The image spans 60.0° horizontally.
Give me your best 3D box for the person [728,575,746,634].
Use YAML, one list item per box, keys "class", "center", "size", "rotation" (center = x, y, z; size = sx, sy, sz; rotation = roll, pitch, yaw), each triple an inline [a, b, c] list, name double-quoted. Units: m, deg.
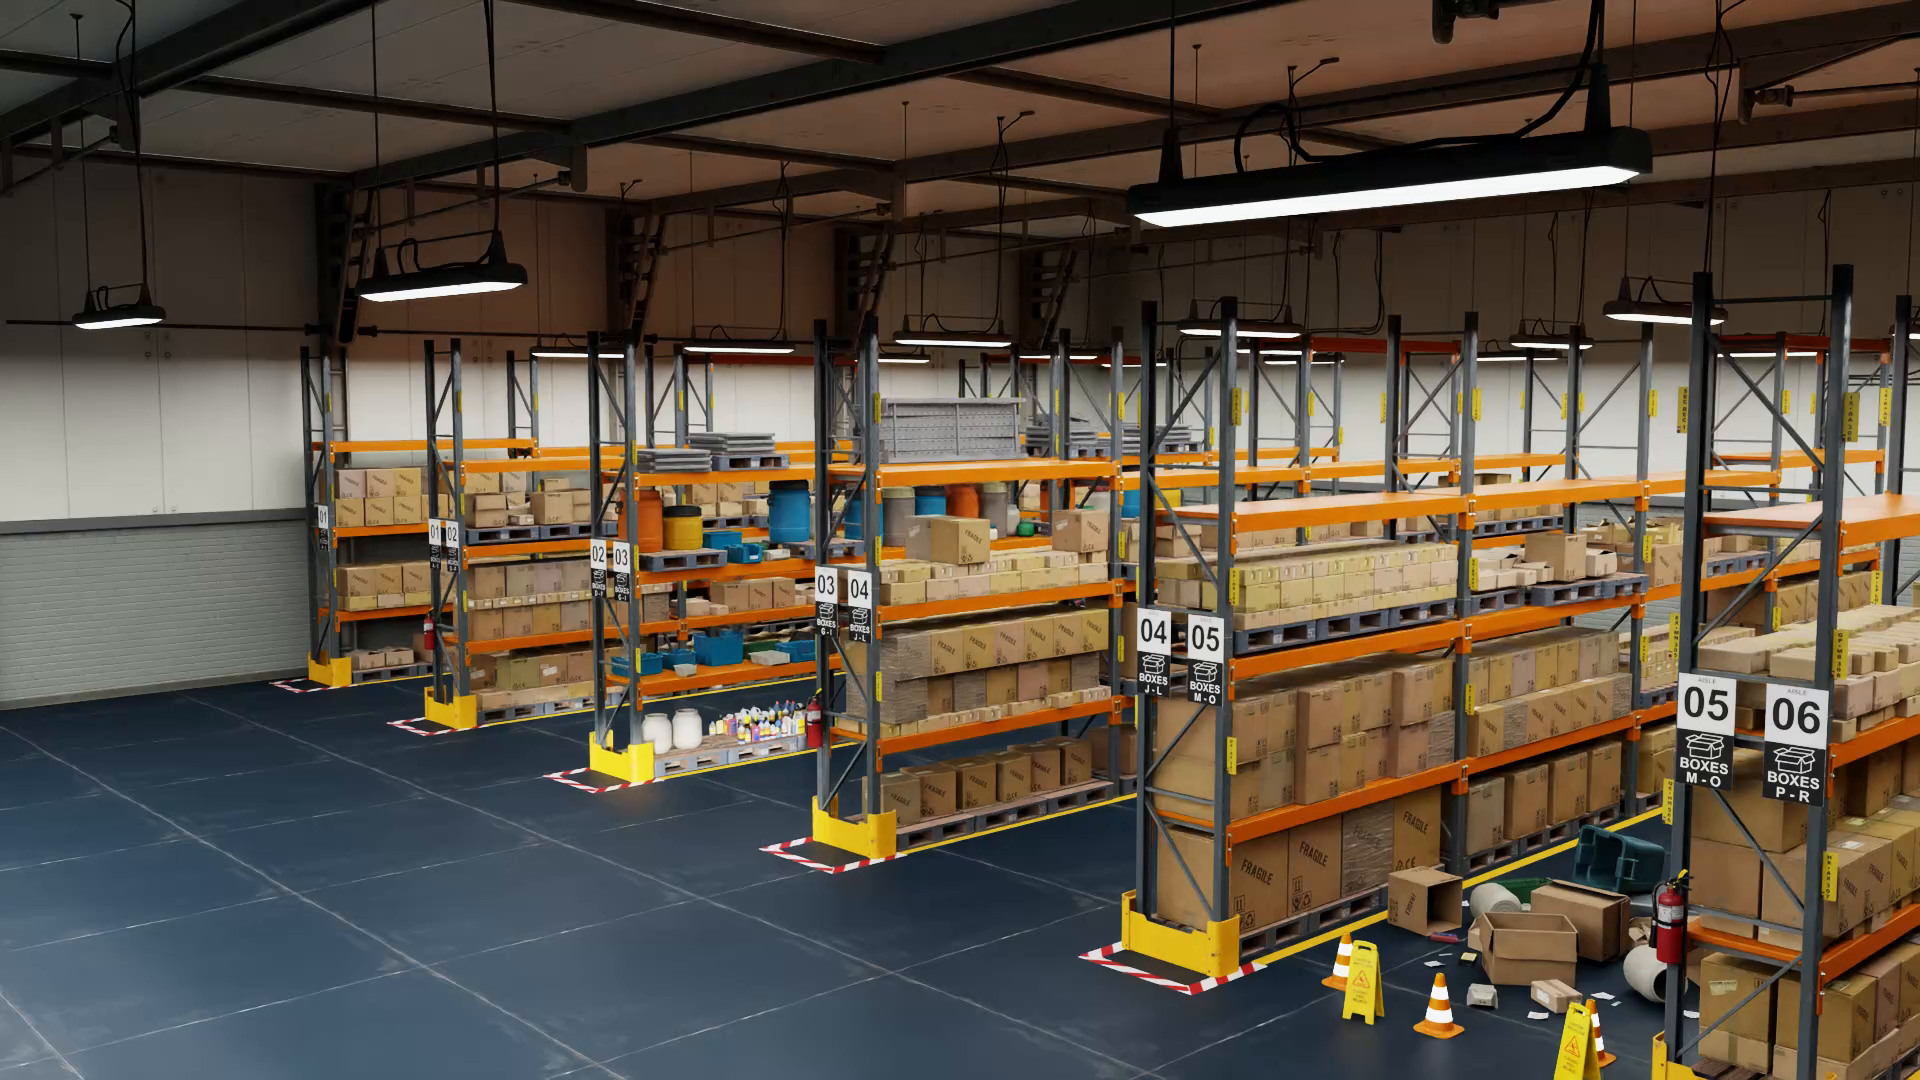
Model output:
- class: "person"
  center: [-4.459, 1.475, 33.165]
  size: [0.580, 1.617, 0.411]
  rotation: [-2, 5, -19]
